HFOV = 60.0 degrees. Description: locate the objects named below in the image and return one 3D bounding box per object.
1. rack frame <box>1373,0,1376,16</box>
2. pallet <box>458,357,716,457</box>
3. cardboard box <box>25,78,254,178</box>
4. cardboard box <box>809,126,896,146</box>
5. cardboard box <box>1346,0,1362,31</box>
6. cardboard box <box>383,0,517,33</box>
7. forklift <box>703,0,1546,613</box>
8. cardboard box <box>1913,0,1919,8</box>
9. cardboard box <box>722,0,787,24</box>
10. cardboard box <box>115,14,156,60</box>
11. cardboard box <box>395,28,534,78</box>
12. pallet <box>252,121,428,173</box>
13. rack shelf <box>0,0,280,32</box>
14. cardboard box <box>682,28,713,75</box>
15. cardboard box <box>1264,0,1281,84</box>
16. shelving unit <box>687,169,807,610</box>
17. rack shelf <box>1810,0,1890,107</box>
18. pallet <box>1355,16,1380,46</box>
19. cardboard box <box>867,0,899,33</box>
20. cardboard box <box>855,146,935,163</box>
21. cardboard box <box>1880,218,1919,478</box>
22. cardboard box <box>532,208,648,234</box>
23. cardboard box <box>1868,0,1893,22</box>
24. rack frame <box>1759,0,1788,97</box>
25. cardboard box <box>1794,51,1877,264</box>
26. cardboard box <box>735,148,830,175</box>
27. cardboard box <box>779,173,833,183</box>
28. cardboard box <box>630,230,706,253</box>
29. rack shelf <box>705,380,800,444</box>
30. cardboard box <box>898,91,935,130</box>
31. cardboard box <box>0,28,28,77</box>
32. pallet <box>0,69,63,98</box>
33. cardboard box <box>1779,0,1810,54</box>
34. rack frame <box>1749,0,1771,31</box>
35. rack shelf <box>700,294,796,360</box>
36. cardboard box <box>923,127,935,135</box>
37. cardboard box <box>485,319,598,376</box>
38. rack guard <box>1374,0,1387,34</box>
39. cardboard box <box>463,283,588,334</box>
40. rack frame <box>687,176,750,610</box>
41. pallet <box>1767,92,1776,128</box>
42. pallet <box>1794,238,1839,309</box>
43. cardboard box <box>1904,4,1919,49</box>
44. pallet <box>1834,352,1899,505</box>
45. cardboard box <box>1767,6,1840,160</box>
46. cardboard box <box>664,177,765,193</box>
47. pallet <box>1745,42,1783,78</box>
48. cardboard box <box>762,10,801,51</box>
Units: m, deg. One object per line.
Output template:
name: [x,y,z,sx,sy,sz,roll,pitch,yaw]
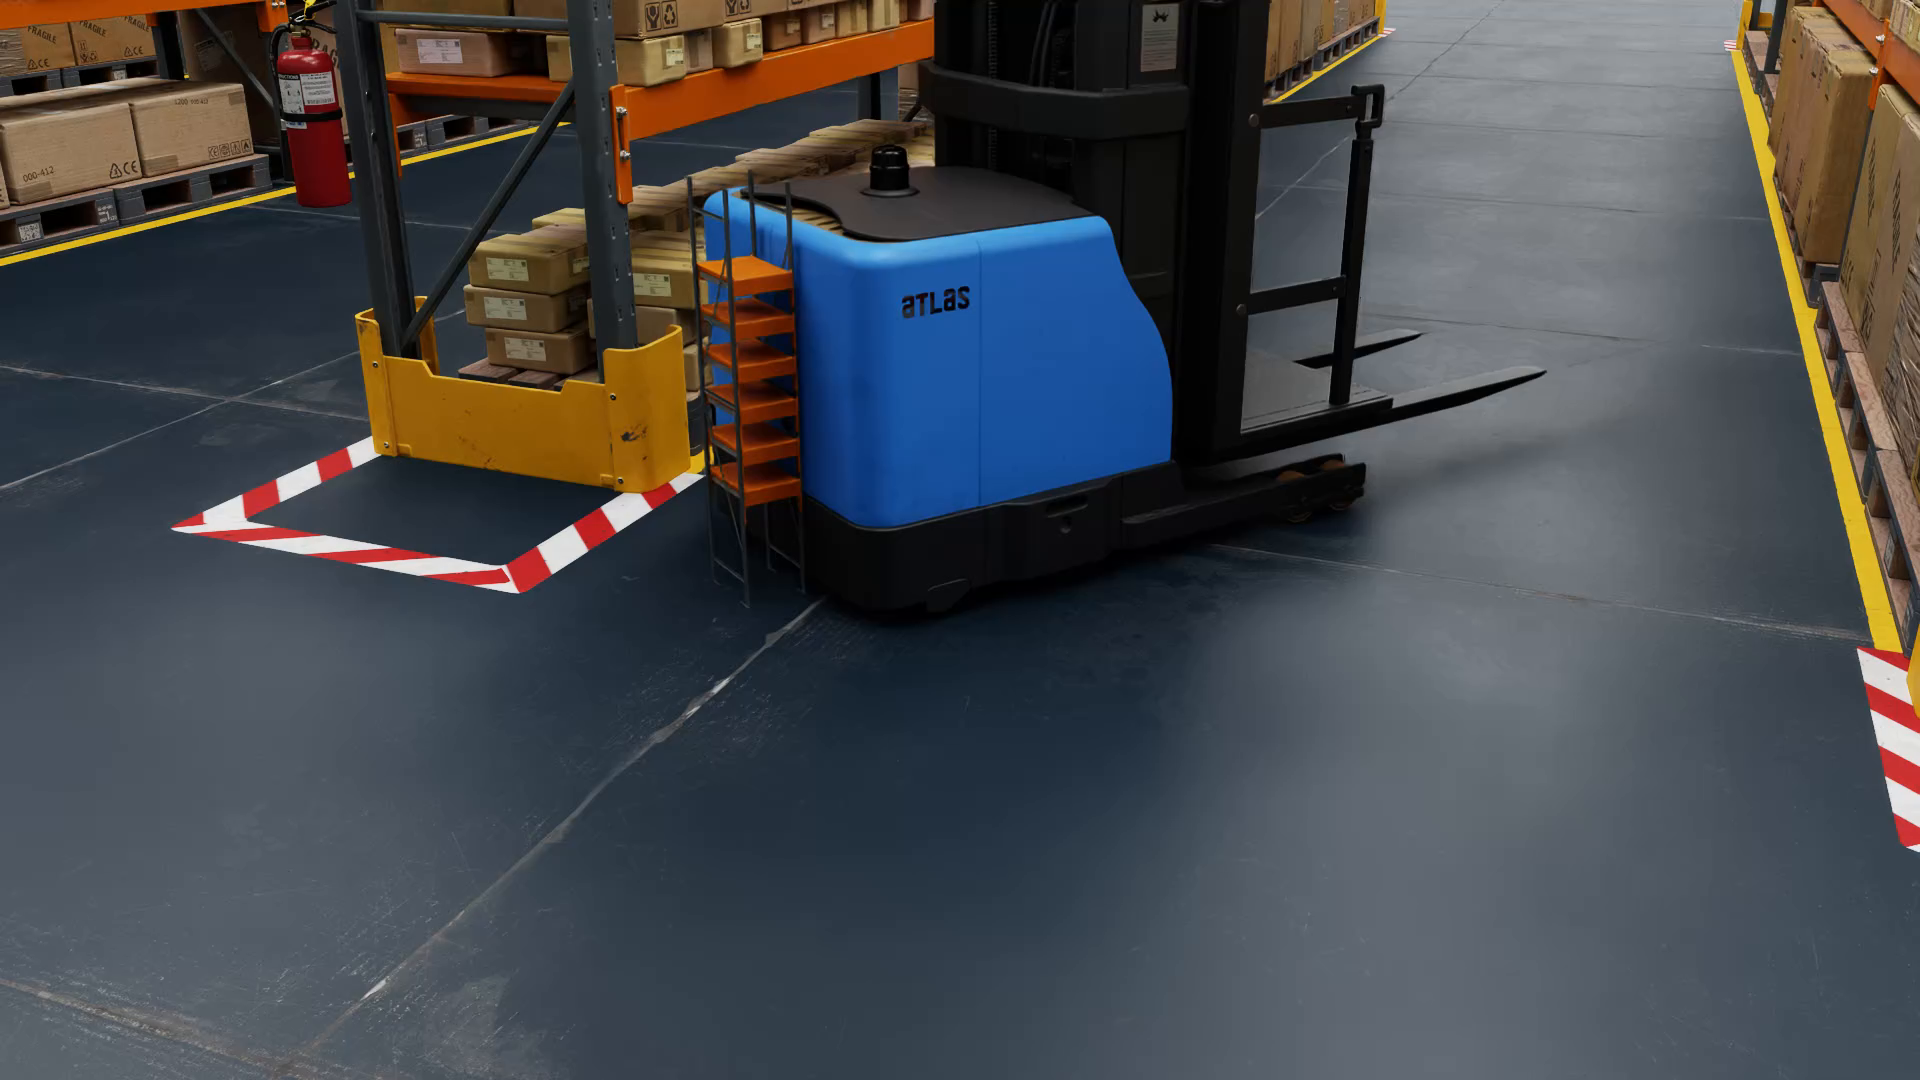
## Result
rack frame: [4.378,-7.377,19.019,1.000,3.000,0.127,9,24,20]
pallet: [-1.202,-0.677,6.598,1.003,0.211,1.213,9,24,20]
cardboard box: [-5.046,-2.557,10.260,0.875,0.438,0.875,8,24,19]
cardboard box: [-0.557,-2.052,8.652,0.380,0.149,0.250,10,25,23]
cardboard box: [3.863,-6.023,17.989,0.875,0.875,0.875,8,24,19]
cardboard box: [-1.637,-2.032,5.708,0.500,0.500,0.500,9,24,21]
forklift: [0.732,-1.564,5.191,3.031,2.935,1.130,-14,27,-30]
cardboard box: [3.881,-2.096,6.186,0.500,0.250,0.500,9,24,20]
cardboard box: [-0.967,-2.151,5.992,0.500,0.500,0.500,9,24,20]
cardboard box: [-7.794,-4.754,15.438,0.500,0.500,0.500,10,24,22]
cardboard box: [-1.707,-1.692,5.736,0.380,0.149,0.250,9,24,20]
pallet: [-4.496,-2.755,11.572,1.003,0.211,1.213,9,24,20]
rack shelf: [-5.456,-2.707,8.773,1.077,0.370,4.000,9,24,20]
cardboard box: [-1.084,-1.701,5.757,0.380,0.149,0.250,10,25,22]
cardboard box: [2.038,-4.188,13.759,1.050,0.750,0.750,9,24,21]
shelving unit: [-0.593,-0.411,4.677,0.189,1.200,0.258,-14,27,-30]
rack shelf: [5.231,-2.720,8.803,1.077,0.370,4.000,9,24,20]
pallet: [4.154,-5.793,18.844,1.003,0.211,1.213,9,24,20]
cardboard box: [-0.482,-2.261,7.097,0.380,0.149,0.250,9,24,21]
cardboard box: [-0.283,-1.802,8.054,0.380,0.149,0.250,10,25,22]
cardboard box: [3.504,-0.684,5.208,0.875,0.875,0.875,9,24,20]
cardboard box: [-1.479,-1.222,6.666,0.380,0.149,0.250,8,24,19]
cardboard box: [4.408,-2.589,7.426,0.500,0.500,0.500,9,24,20]
rack frame: [7.460,-5.199,13.805,1.000,3.000,0.127,9,24,20]
cardboard box: [4.707,-1.782,7.835,1.225,0.875,0.875,9,24,20]
cardboard box: [-0.851,-1.778,7.997,0.380,0.149,0.250,9,24,21]
cardboard box: [-0.580,-1.520,7.380,0.380,0.149,0.250,9,24,20]
cardboard box: [-1.064,-1.059,6.275,0.380,0.149,0.250,9,24,21]
rack shelf: [-0.593,-0.370,4.694,0.180,0.103,0.258,-14,27,-30]
cardboard box: [-0.038,-2.424,9.859,0.500,0.500,0.500,8,24,19]
cardboard box: [-8.358,-4.200,14.112,0.500,0.500,0.500,8,24,18]
pallet: [-8.604,-3.912,14.342,1.003,0.211,1.213,9,24,20]
cardboard box: [8.009,-4.816,15.587,0.500,0.500,0.500,7,24,15]
rack frame: [8.946,-6.630,17.232,1.000,3.000,0.127,9,24,20]
rack shelf: [-0.593,-0.591,4.602,0.180,0.103,0.258,-14,27,-30]
cardboard box: [0.030,-2.071,8.698,0.380,0.149,0.250,9,24,22]
cardboard box: [-1.563,-0.748,6.302,0.380,0.149,0.250,9,24,21]
rack guard: [4.387,-6.232,19.521,1.175,0.500,0.348,9,24,20]
cardboard box: [-1.634,-0.896,6.272,0.380,0.149,0.250,8,24,19]
rack frame: [-0.670,-0.392,4.631,0.006,1.200,0.240,-14,27,-30]
pallet: [6.720,-3.195,12.626,1.003,0.211,1.213,9,24,20]
pallet: [4.705,-1.336,8.176,1.003,0.211,1.213,9,24,20]
cardboard box: [3.875,-1.974,6.409,0.380,0.149,0.250,10,25,22]
pallet: [3.681,-0.351,5.815,1.003,0.211,1.213,9,24,20]
cardboard box: [5.698,-2.737,10.123,1.225,0.875,0.875,8,24,18]
cardboard box: [-1.075,-1.488,7.304,0.380,0.149,0.250,8,24,18]
pallet: [8.128,-4.596,15.979,1.003,0.211,1.213,9,24,20]
cardboard box: [-0.842,-1.996,6.462,0.380,0.149,0.250,9,24,20]
